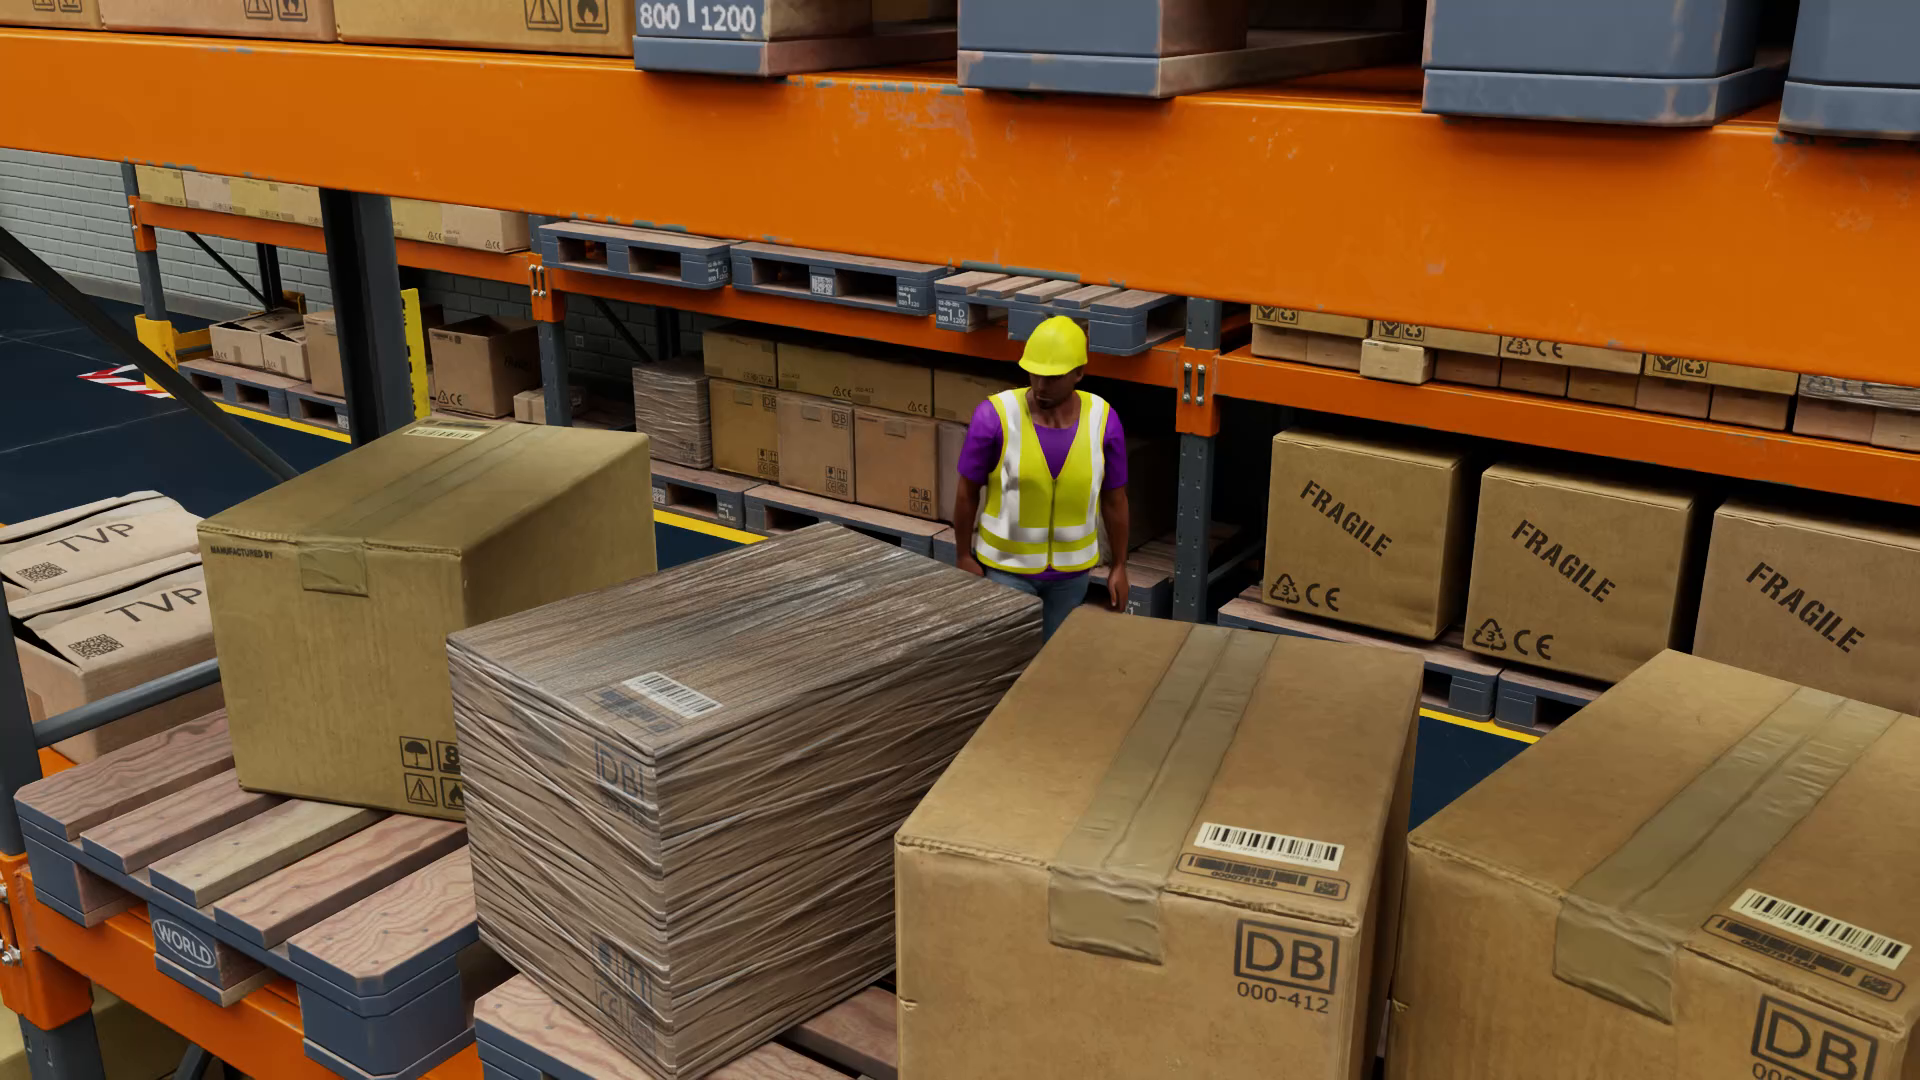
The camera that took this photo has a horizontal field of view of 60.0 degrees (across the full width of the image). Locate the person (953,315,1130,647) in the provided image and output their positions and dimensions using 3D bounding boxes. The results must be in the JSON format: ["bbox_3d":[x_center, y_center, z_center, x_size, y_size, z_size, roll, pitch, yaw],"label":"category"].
[{"bbox_3d":[0.272,0.092,5.812,0.595,1.818,0.534,-5,20,-14],"label":"person"}]
